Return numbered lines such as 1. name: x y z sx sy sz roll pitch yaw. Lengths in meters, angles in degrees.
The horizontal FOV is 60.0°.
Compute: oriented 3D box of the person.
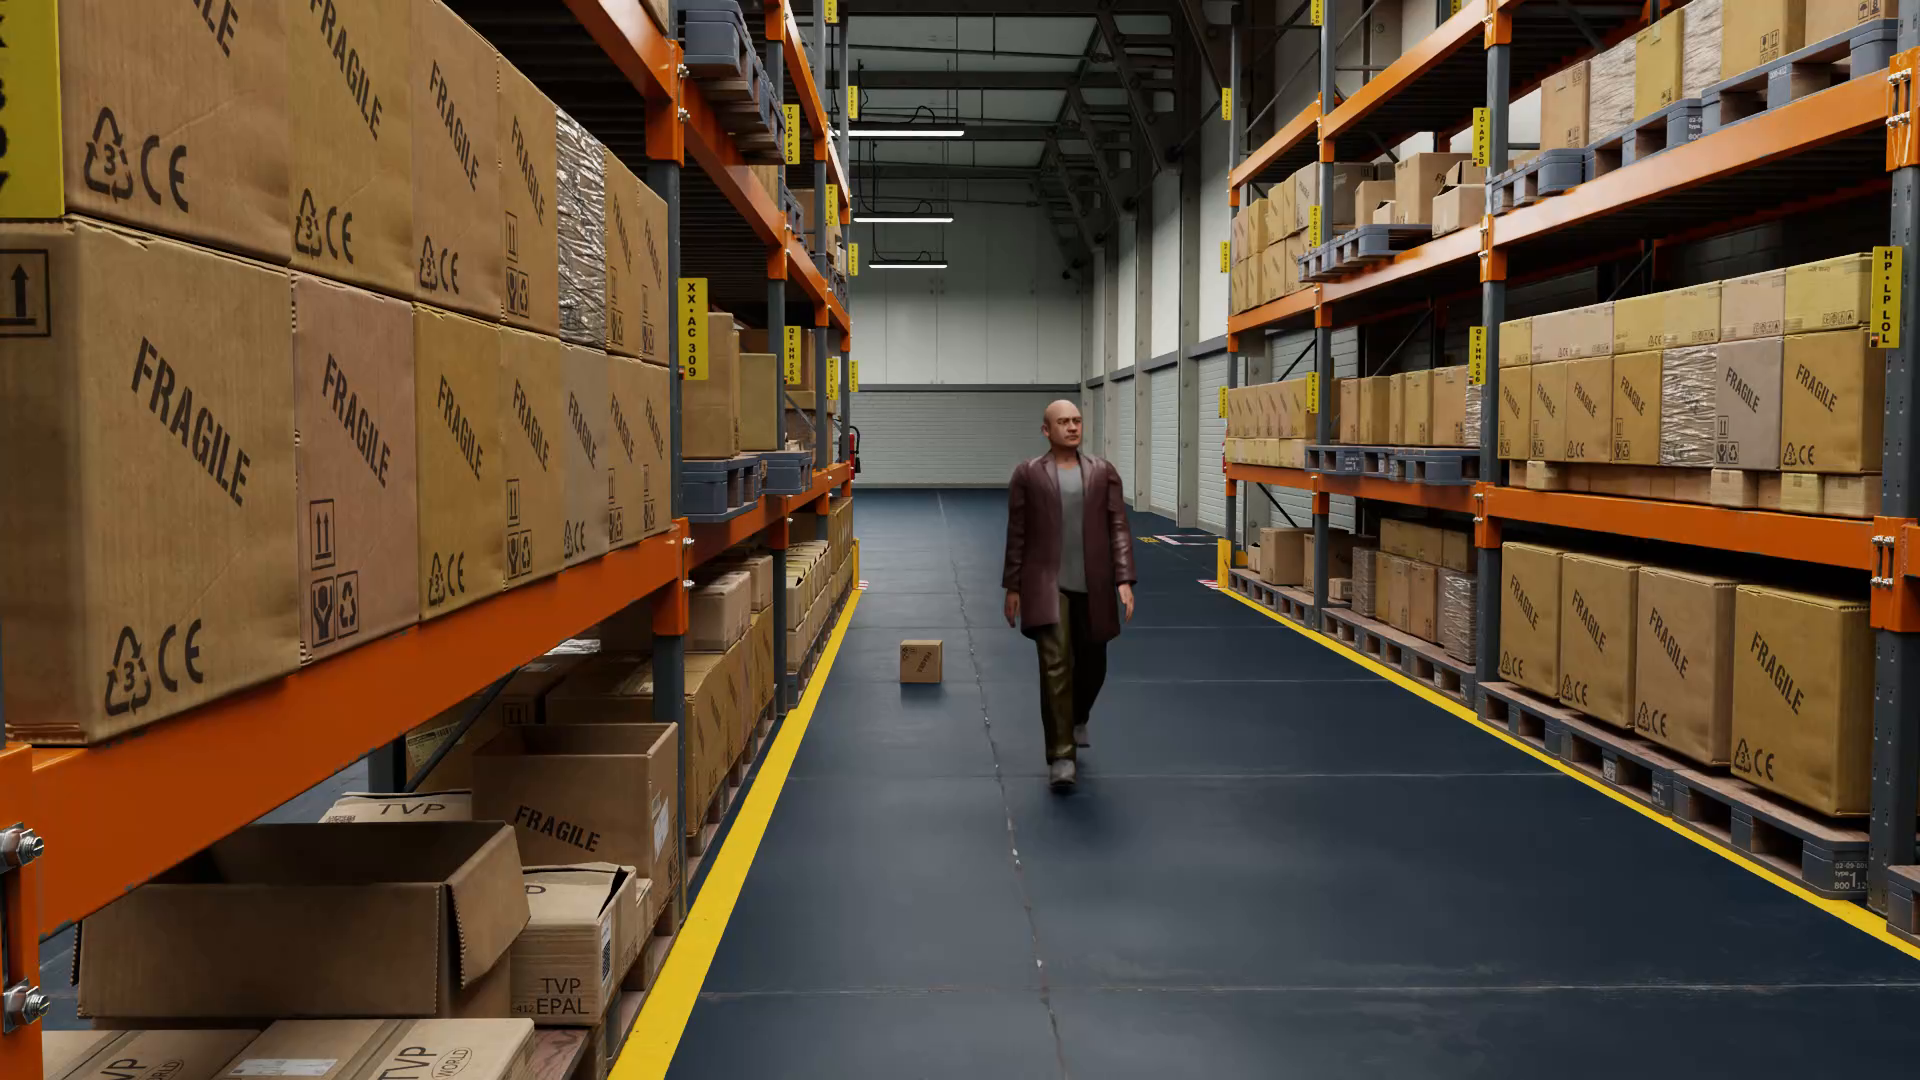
1. person: 0.514 0.216 7.770 0.616 1.739 1.032 0 4 -7
